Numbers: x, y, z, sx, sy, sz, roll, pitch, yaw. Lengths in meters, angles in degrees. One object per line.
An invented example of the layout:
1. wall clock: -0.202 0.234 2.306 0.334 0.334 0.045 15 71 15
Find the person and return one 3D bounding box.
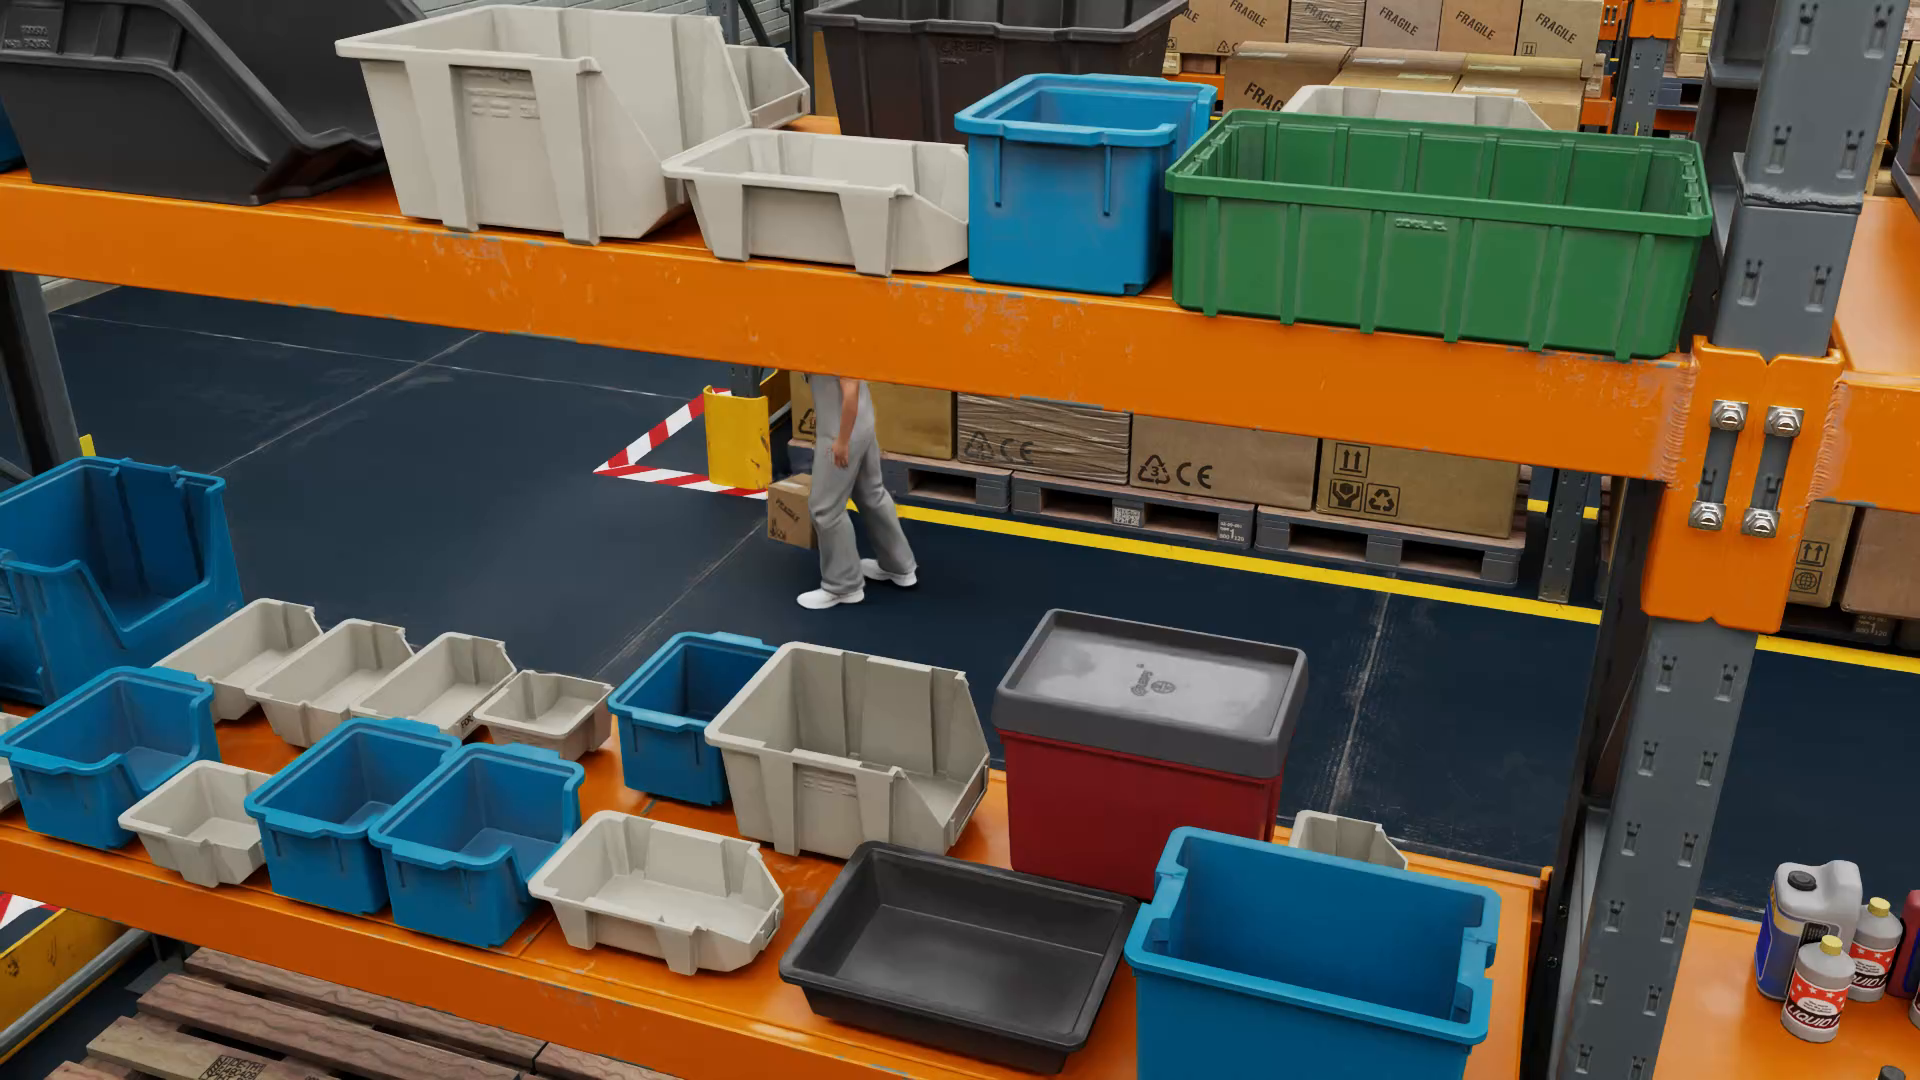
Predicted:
1. person: -0.478 -0.483 7.120 0.551 1.657 0.507 -5 26 -9
